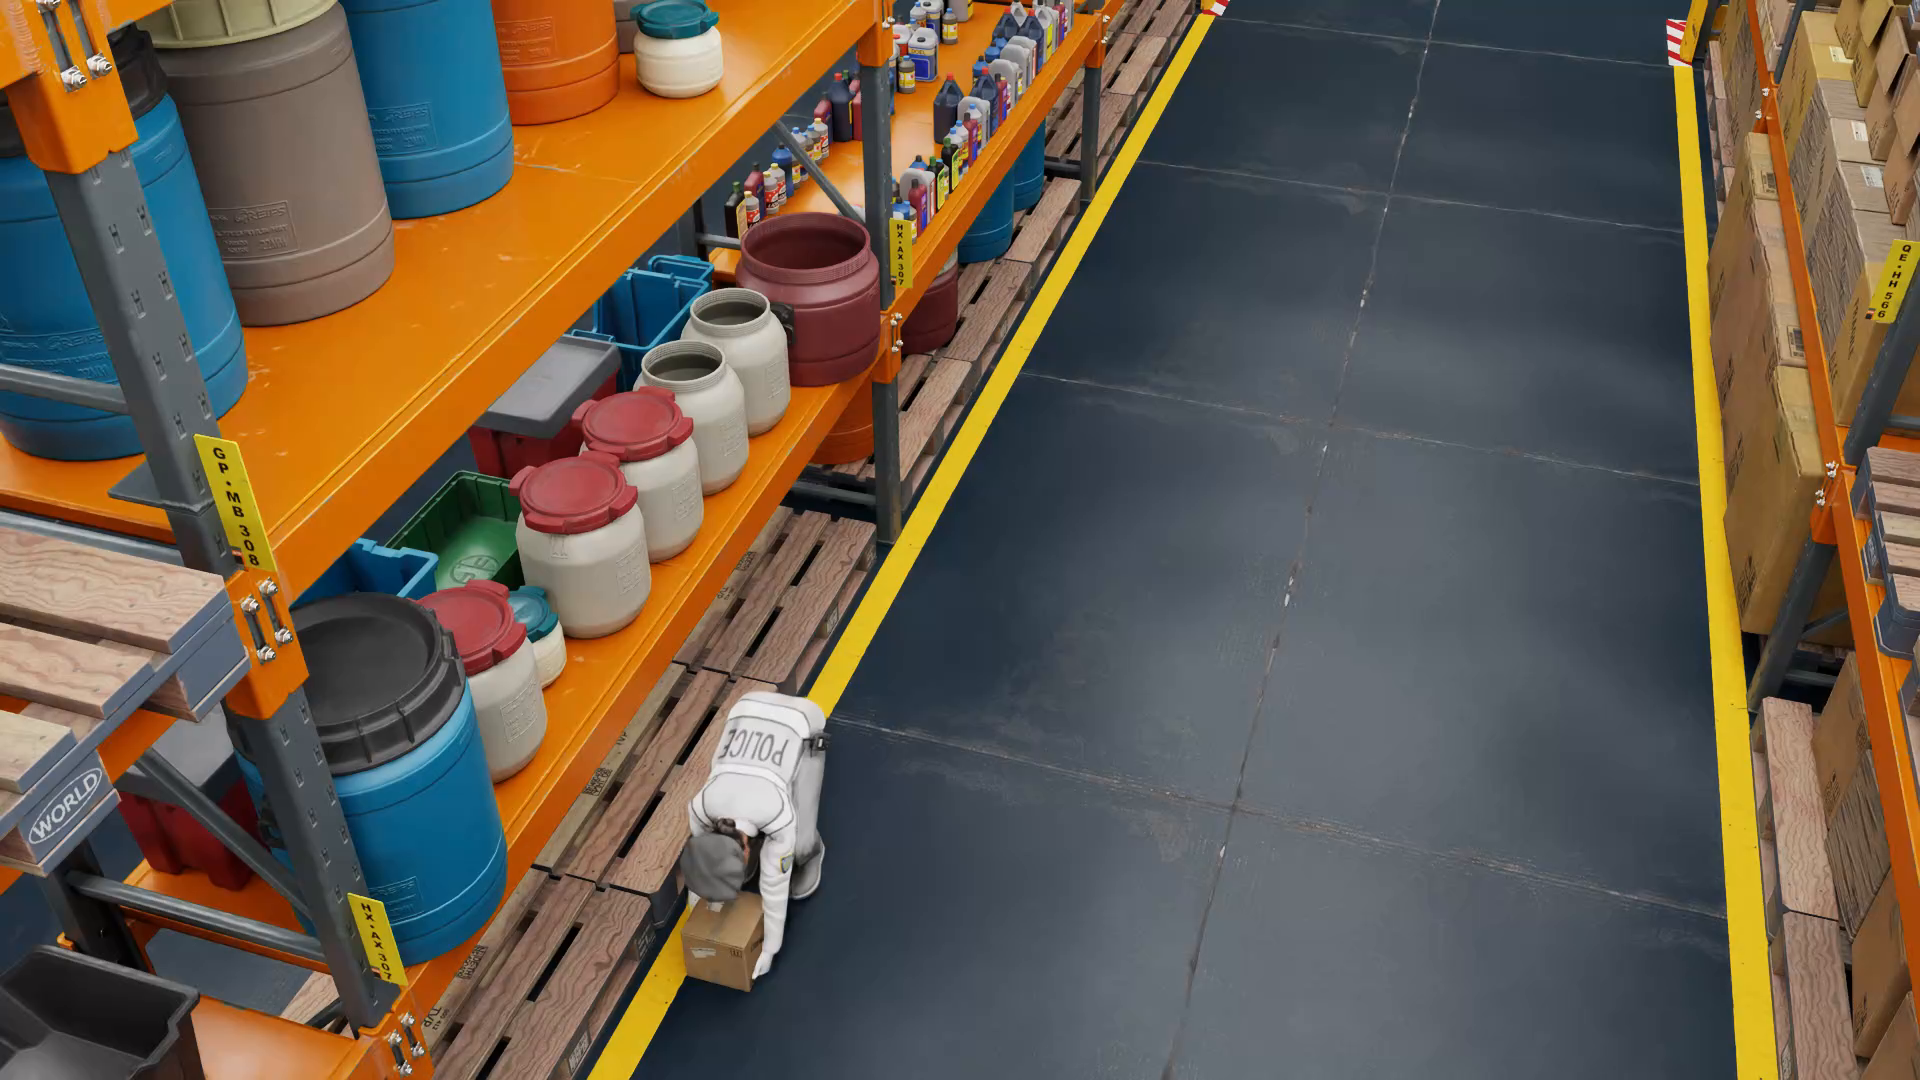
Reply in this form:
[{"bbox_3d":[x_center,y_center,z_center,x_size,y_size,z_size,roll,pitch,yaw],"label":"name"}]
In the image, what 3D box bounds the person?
[{"bbox_3d":[-0.761,1.086,6.210,0.466,0.801,0.906,9,38,12],"label":"person"}]
